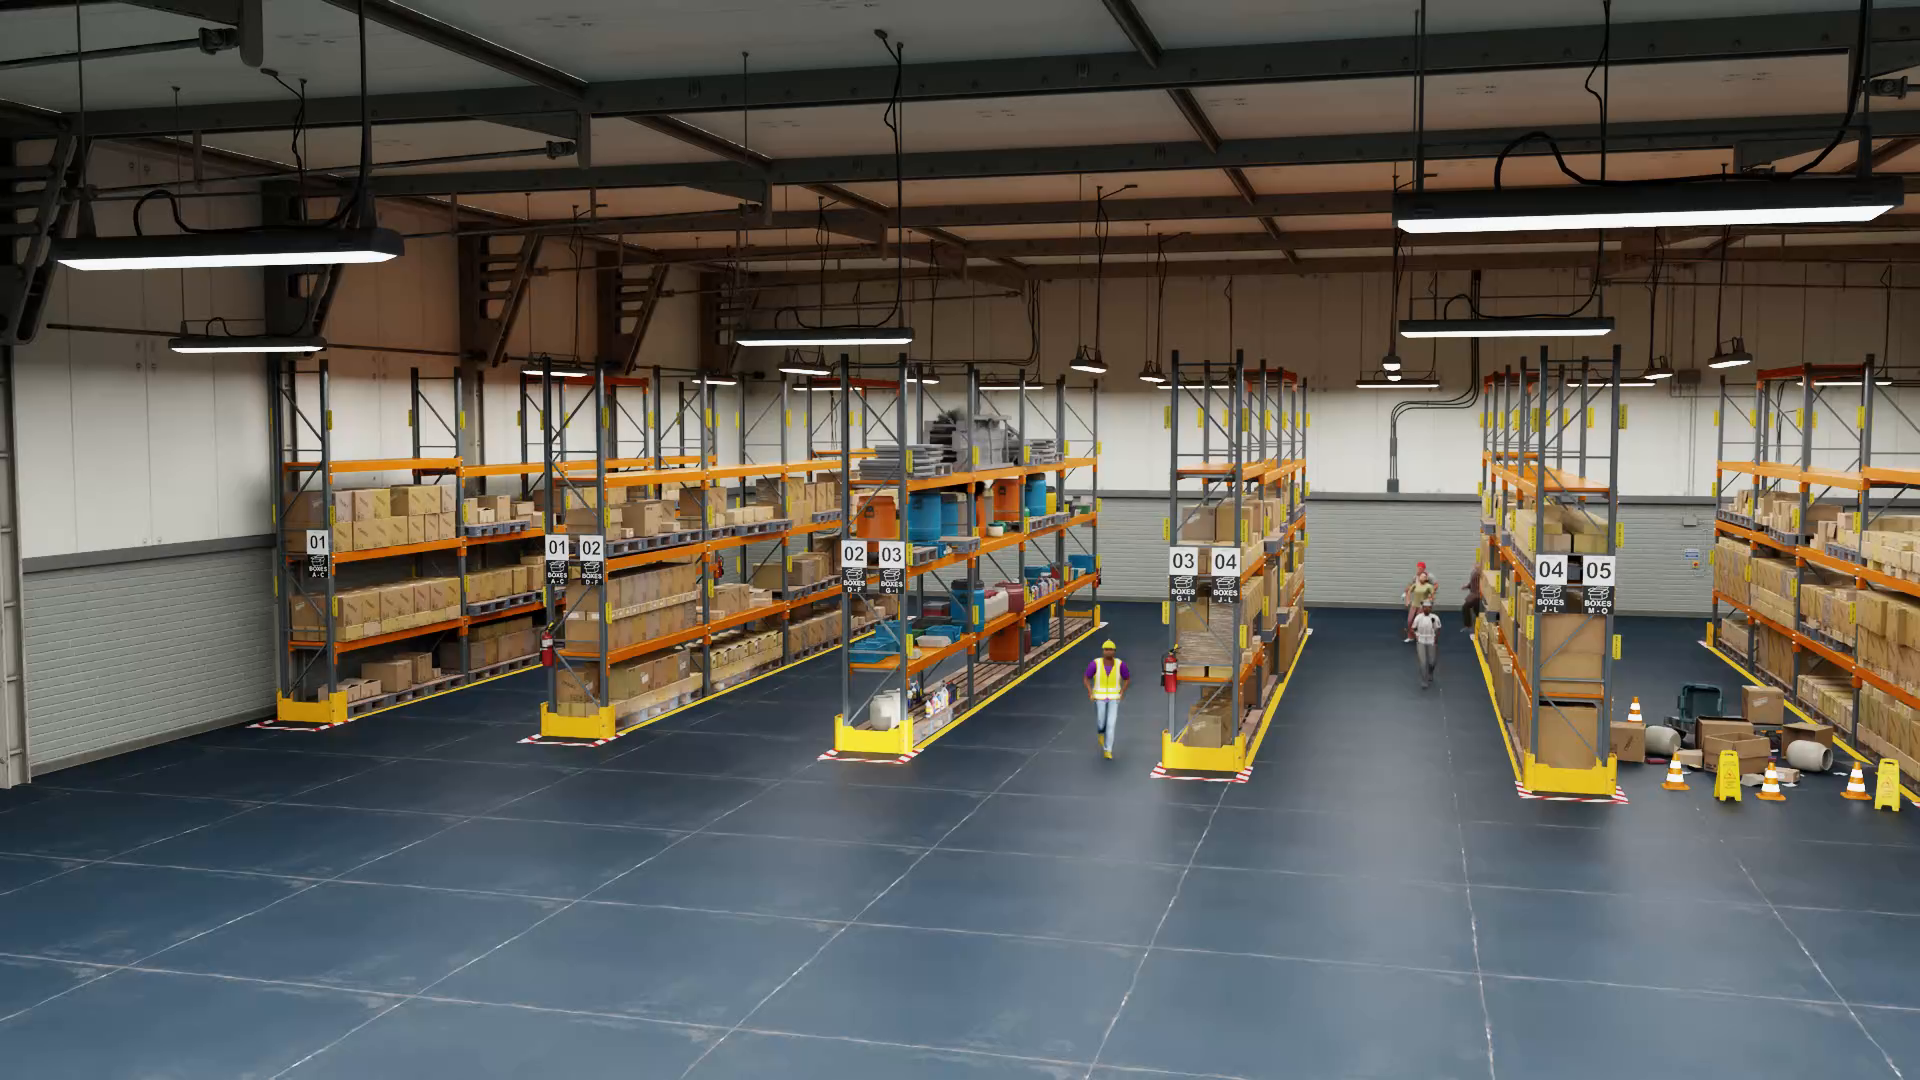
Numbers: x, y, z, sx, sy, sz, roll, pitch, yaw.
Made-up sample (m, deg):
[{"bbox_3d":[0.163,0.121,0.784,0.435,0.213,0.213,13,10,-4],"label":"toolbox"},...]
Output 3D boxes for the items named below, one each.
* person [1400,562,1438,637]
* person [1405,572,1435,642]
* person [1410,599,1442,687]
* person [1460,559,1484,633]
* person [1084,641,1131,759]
[{"bbox_3d":[10.558,1.371,38.509,0.950,1.739,0.738,4,6,43],"label":"person"},{"bbox_3d":[10.403,1.506,37.558,0.620,1.607,0.570,3,5,32],"label":"person"},{"bbox_3d":[8.749,1.932,31.215,0.573,1.650,0.563,1,4,14],"label":"person"},{"bbox_3d":[12.186,1.325,39.146,0.753,1.801,0.768,0,4,5],"label":"person"},{"bbox_3d":[2.201,2.359,24.828,0.710,1.732,0.755,0,4,3],"label":"person"}]
